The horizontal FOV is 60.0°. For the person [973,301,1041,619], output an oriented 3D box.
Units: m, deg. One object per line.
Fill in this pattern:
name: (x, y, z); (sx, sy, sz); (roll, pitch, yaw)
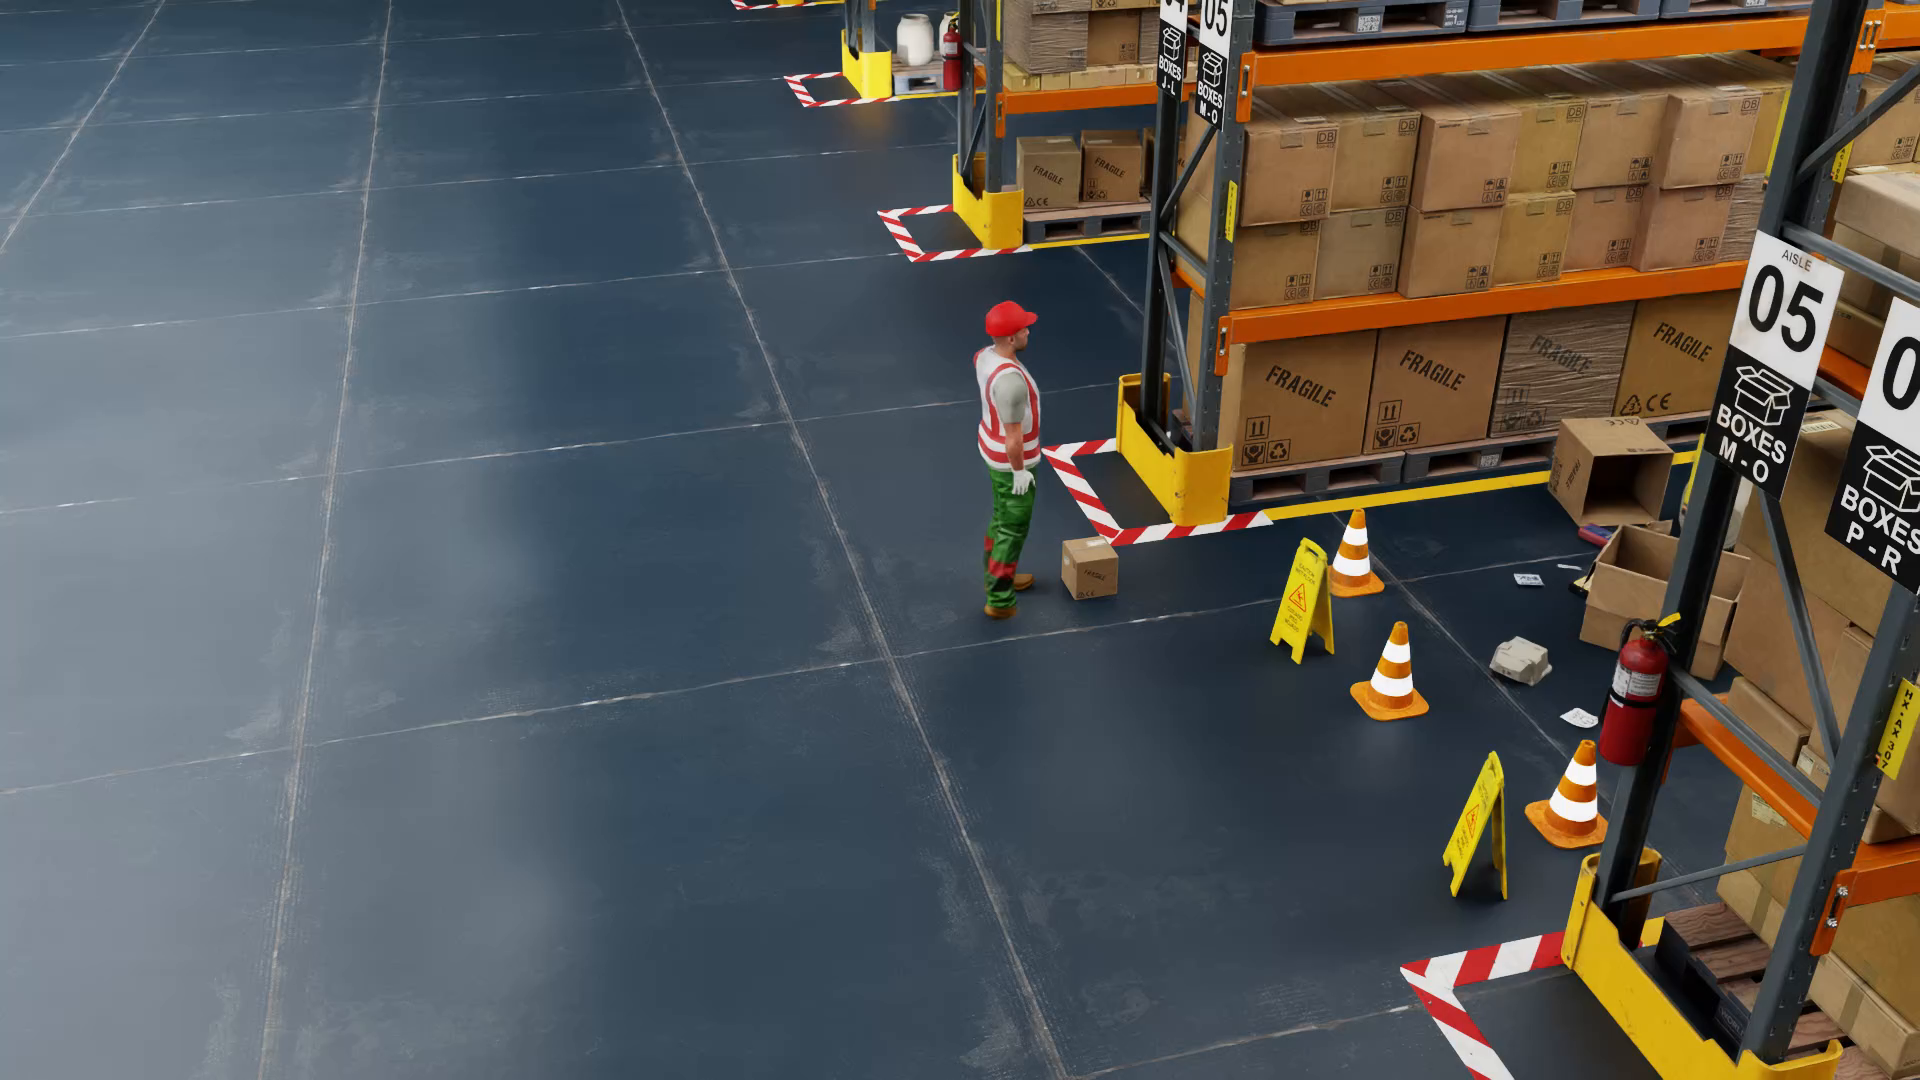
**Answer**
person: (0.274, -0.426, 9.014); (0.356, 1.844, 0.525); (-7, 31, -12)
